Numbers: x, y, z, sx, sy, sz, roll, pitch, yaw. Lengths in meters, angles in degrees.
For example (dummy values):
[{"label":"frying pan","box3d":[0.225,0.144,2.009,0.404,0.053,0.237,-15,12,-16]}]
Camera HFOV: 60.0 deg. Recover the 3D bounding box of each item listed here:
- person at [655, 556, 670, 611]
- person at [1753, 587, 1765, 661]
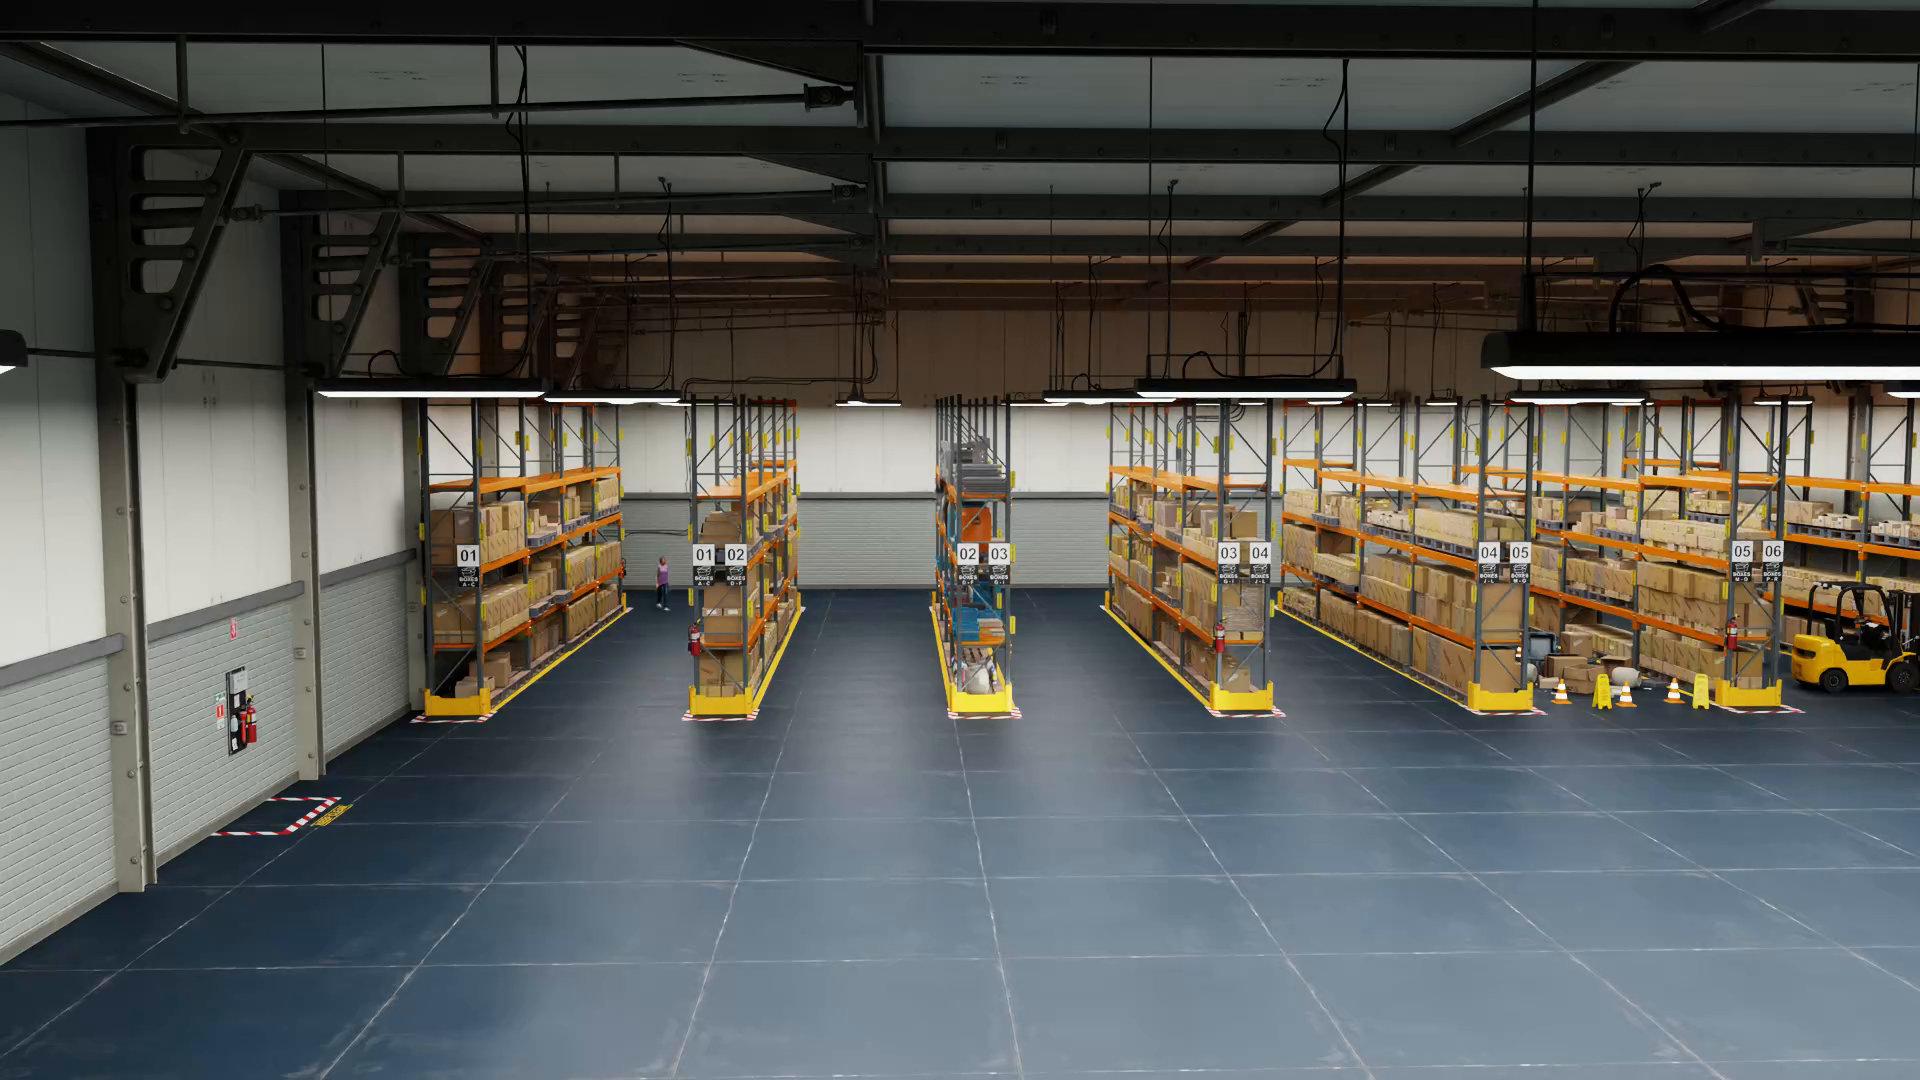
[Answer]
[{"label":"person","box3d":[-8.444,1.229,47.179,0.457,1.543,0.837,-1,5,-17]},{"label":"person","box3d":[18.009,1.922,37.633,0.559,1.707,0.641,-1,5,-12]}]
